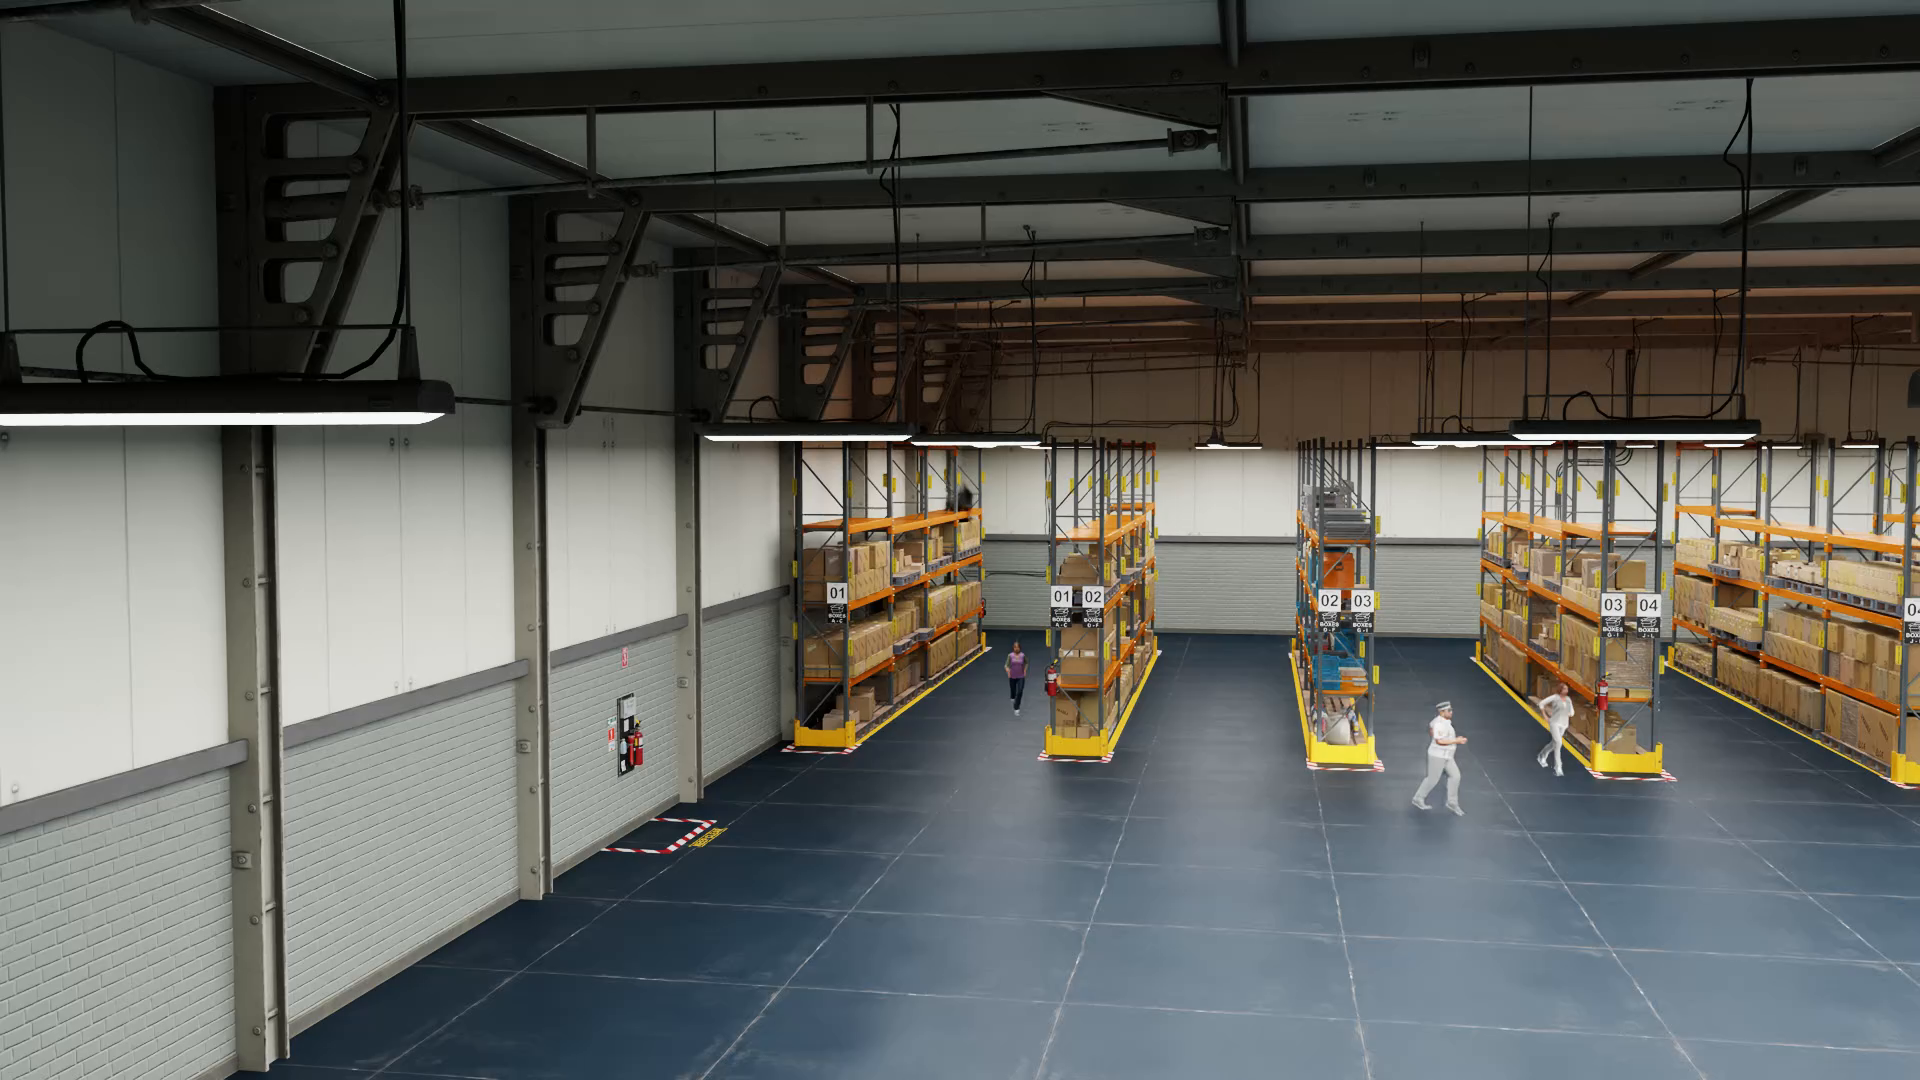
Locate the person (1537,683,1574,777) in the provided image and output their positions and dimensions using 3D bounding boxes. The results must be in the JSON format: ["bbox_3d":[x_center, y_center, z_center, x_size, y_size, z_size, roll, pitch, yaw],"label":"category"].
[{"bbox_3d":[10.708,3.353,29.767,0.559,1.608,0.824,-1,3,-20],"label":"person"}]

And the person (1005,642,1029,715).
[{"bbox_3d":[1.246,3.025,36.441,0.536,1.575,0.664,0,3,-2],"label":"person"}]

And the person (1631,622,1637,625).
[{"bbox_3d":[17.609,2.550,43.316,0.514,1.824,0.792,1,3,13],"label":"person"}]

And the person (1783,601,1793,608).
[{"bbox_3d":[22.500,2.489,45.337,0.705,1.658,0.625,1,3,9],"label":"person"}]

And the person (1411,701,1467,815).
[{"bbox_3d":[7.604,3.451,26.299,0.866,1.829,0.603,2,4,33],"label":"person"}]
